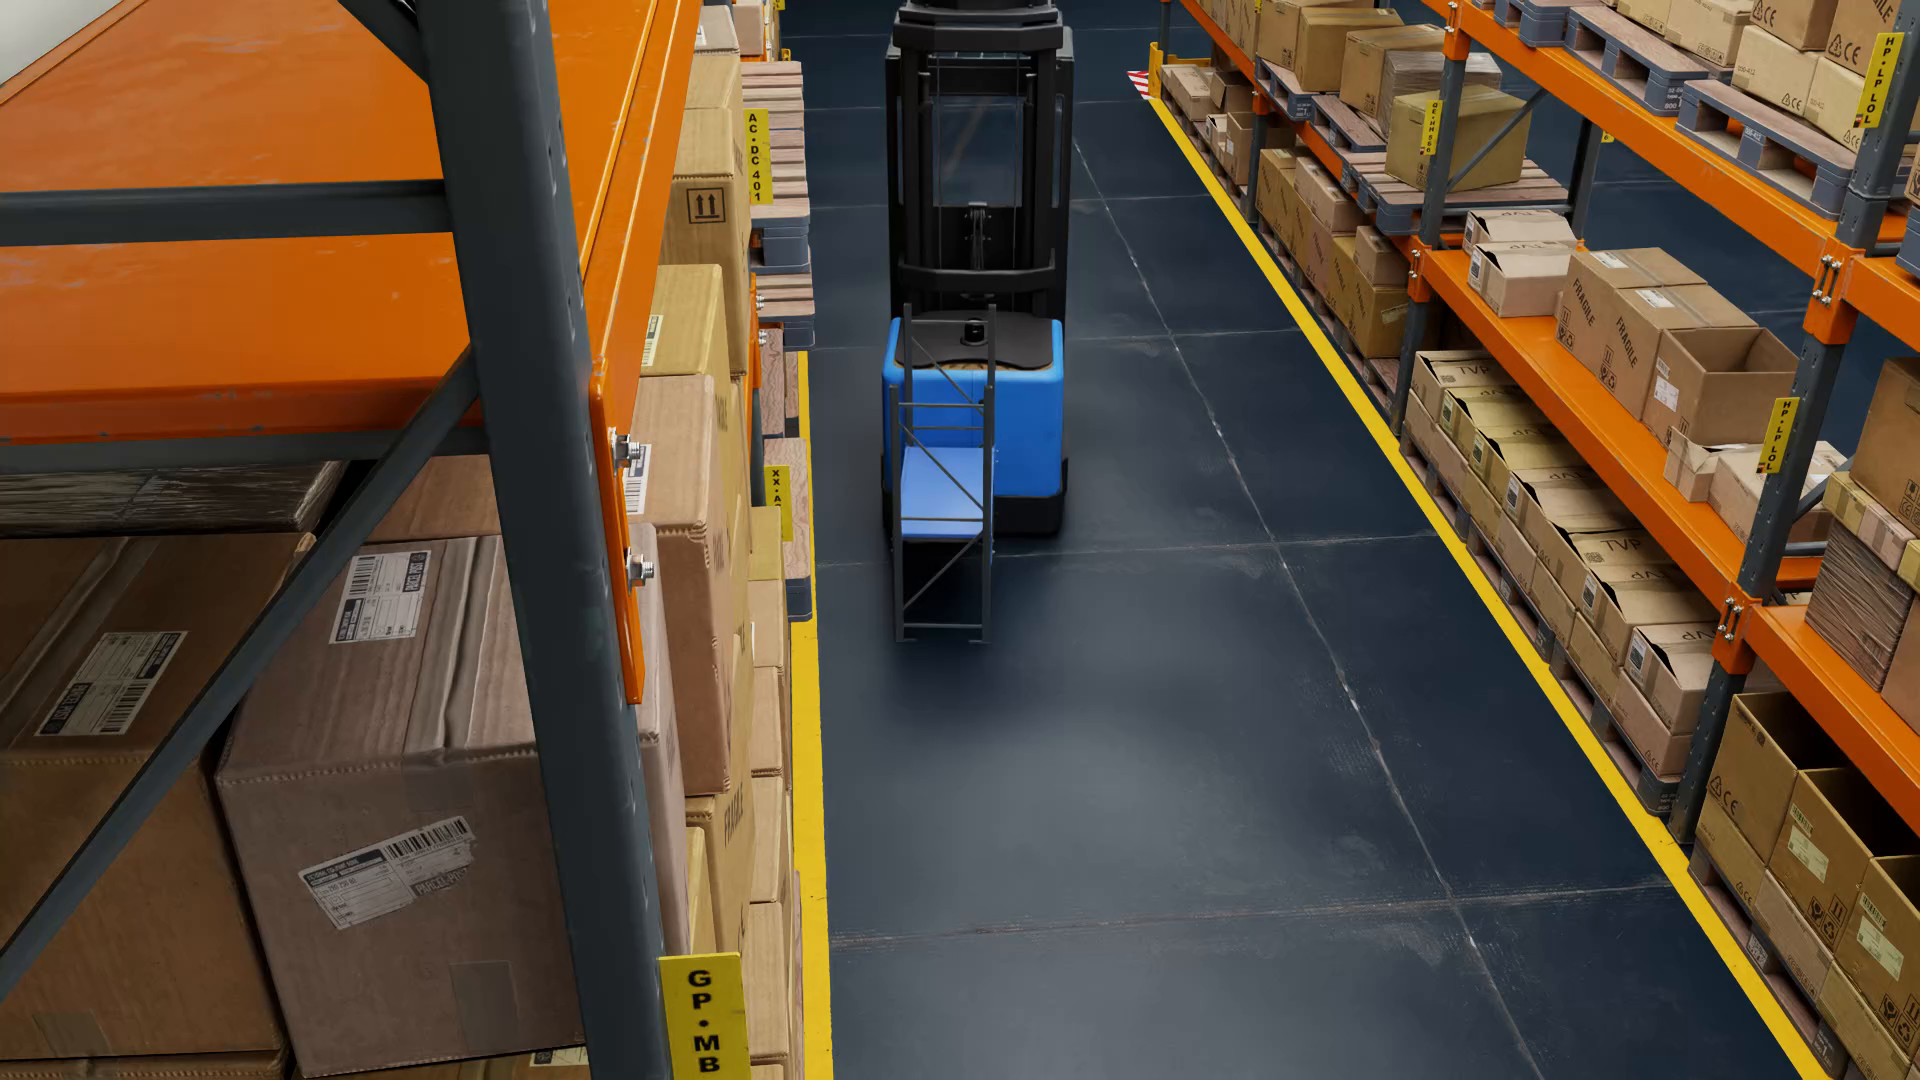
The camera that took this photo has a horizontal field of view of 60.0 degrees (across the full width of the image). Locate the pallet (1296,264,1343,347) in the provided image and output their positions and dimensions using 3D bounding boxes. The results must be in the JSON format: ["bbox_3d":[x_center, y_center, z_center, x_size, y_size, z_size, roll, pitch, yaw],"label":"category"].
[{"bbox_3d":[3.196,-1.821,12.593,1.003,0.211,1.213,-3,31,-5],"label":"pallet"}]

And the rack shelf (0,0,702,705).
[{"bbox_3d":[-1.032,-0.976,3.314,1.077,0.370,4.000,-3,31,-5],"label":"rack shelf"}]

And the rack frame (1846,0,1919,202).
[{"bbox_3d":[3.713,-2.547,5.238,1.000,3.000,0.127,-3,31,-5],"label":"rack frame"}]

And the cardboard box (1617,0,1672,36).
[{"bbox_3d":[3.547,-2.629,8.038,0.500,0.250,0.500,-3,31,-6],"label":"cardboard box"}]

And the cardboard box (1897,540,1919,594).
[{"bbox_3d":[3.594,0.114,5.905,0.380,0.149,0.250,-4,31,-6],"label":"cardboard box"}]

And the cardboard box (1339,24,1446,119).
[{"bbox_3d":[3.192,-3.380,11.976,0.700,0.500,0.500,-11,32,-17],"label":"cardboard box"}]

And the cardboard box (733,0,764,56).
[{"bbox_3d":[-1.257,-2.678,8.450,0.500,0.311,0.500,-3,31,-5],"label":"cardboard box"}]

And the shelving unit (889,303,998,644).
[{"bbox_3d":[-0.074,-0.363,8.895,0.538,1.500,1.048,1,31,2],"label":"shelving unit"}]

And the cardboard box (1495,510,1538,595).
[{"bbox_3d":[3.245,0.052,9.010,0.500,0.250,0.500,-2,31,-4],"label":"cardboard box"}]

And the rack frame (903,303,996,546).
[{"bbox_3d":[-0.055,-0.623,9.331,0.500,1.500,0.032,1,31,2],"label":"rack frame"}]

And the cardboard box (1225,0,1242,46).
[{"bbox_3d":[2.614,-4.605,14.436,0.500,0.500,0.500,-2,31,-3],"label":"cardboard box"}]

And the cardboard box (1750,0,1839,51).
[{"bbox_3d":[3.618,-2.303,6.761,0.500,0.500,0.500,0,31,0],"label":"cardboard box"}]

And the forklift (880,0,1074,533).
[{"bbox_3d":[0.122,-2.020,10.274,1.130,2.935,3.031,1,31,2],"label":"forklift"}]

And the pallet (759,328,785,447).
[{"bbox_3d":[-1.367,-0.683,8.156,1.003,0.211,1.213,-3,31,-5],"label":"pallet"}]

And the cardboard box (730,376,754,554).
[{"bbox_3d":[-0.802,-0.285,4.261,0.500,0.500,0.500,-4,31,-7],"label":"cardboard box"}]

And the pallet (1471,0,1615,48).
[{"bbox_3d":[3.491,-2.878,8.902,1.213,0.211,1.003,-1,31,-2],"label":"pallet"}]

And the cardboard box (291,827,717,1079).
[{"bbox_3d":[-0.628,0.788,2.463,0.500,0.500,0.500,-2,31,-3],"label":"cardboard box"}]

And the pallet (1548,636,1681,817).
[{"bbox_3d":[3.605,0.852,8.118,1.003,0.211,1.213,-3,31,-5],"label":"pallet"}]

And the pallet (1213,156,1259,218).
[{"bbox_3d":[2.902,-3.209,14.917,1.003,0.211,1.213,-3,31,-5],"label":"pallet"}]

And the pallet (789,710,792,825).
[{"bbox_3d":[-1.293,1.068,7.757,1.003,0.211,1.213,-3,31,-5],"label":"pallet"}]

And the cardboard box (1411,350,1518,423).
[{"bbox_3d":[3.096,-0.973,10.178,0.500,0.311,0.500,-2,31,-3],"label":"cardboard box"}]

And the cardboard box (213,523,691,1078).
[{"bbox_3d":[-0.640,0.333,2.250,0.500,0.500,0.500,-5,31,-8],"label":"cardboard box"}]

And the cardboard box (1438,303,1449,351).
[{"bbox_3d":[3.526,-1.642,11.583,0.500,0.500,0.500,-4,31,-6],"label":"cardboard box"}]

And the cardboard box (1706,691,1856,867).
[{"bbox_3d":[3.444,0.959,6.760,0.500,0.500,0.500,-3,31,-5],"label":"cardboard box"}]

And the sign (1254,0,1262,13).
[{"bbox_3d":[2.426,-4.397,13.343,0.100,0.325,0.005,-3,31,-5],"label":"sign"}]

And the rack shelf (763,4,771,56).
[{"bbox_3d":[-1.780,-3.774,10.920,1.077,0.370,4.000,-3,31,-5],"label":"rack shelf"}]

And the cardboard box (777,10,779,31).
[{"bbox_3d":[-2.141,-4.967,14.848,0.980,0.700,0.700,-4,31,-7],"label":"cardboard box"}]

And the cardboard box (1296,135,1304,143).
[{"bbox_3d":[3.051,-3.694,15.343,0.380,0.166,0.250,-3,31,-5],"label":"cardboard box"}]

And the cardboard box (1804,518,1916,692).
[{"bbox_3d":[3.760,0.212,6.372,0.700,0.500,0.500,-4,31,-6],"label":"cardboard box"}]

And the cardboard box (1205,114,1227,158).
[{"bbox_3d":[2.559,-3.750,15.297,0.500,0.311,0.500,-3,31,-5],"label":"cardboard box"}]

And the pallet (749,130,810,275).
[{"bbox_3d":[-1.171,-1.259,6.191,1.213,0.211,1.003,-3,31,-5],"label":"pallet"}]

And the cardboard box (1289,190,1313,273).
[{"bbox_3d":[2.868,-2.386,12.827,0.500,0.500,0.500,-2,31,-4],"label":"cardboard box"}]

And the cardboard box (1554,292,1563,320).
[{"bbox_3d":[3.514,-1.257,9.175,0.380,0.149,0.250,-1,31,-1],"label":"cardboard box"}]

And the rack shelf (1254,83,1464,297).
[{"bbox_3d":[3.152,-2.726,12.090,1.077,0.370,4.000,-3,31,-5],"label":"rack shelf"}]

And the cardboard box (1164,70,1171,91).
[{"bbox_3d":[2.312,-4.713,17.048,0.380,0.166,0.250,-3,31,-5],"label":"cardboard box"}]

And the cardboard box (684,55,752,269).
[{"bbox_3d":[-0.840,-0.977,4.443,0.500,0.500,0.500,-1,31,-2],"label":"cardboard box"}]

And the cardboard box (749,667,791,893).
[{"bbox_3d":[-0.778,0.741,4.981,0.500,0.500,0.500,-4,31,-6],"label":"cardboard box"}]

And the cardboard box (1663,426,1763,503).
[{"bbox_3d":[3.448,-0.354,7.548,0.396,0.266,0.258,-3,31,-6],"label":"cardboard box"}]

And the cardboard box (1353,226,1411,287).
[{"bbox_3d":[3.008,-1.946,11.360,0.500,0.250,0.500,-2,31,-3],"label":"cardboard box"}]

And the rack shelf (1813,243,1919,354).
[{"bbox_3d":[3.900,0.071,4.483,1.077,0.370,4.000,-3,31,-5],"label":"rack shelf"}]

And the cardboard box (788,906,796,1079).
[{"bbox_3d":[-0.724,1.319,4.744,0.500,0.250,0.500,-2,31,-4],"label":"cardboard box"}]

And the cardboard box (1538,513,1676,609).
[{"bbox_3d":[3.290,0.075,8.425,0.500,0.311,0.500,-3,31,-5],"label":"cardboard box"}]

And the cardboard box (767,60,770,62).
[{"bbox_3d":[-1.429,-2.794,10.364,0.500,0.250,0.500,-3,31,-5],"label":"cardboard box"}]

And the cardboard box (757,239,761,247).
[{"bbox_3d":[-1.393,-1.854,10.155,0.380,0.149,0.250,-3,31,-5],"label":"cardboard box"}]

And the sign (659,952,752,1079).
[{"bbox_3d":[-0.305,0.621,2.008,0.100,0.325,0.005,-3,31,-5],"label":"sign"}]

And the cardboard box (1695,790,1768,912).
[{"bbox_3d":[3.454,1.280,6.954,0.500,0.250,0.500,-3,31,-5],"label":"cardboard box"}]

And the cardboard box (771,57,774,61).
[{"bbox_3d":[-1.525,-3.000,11.441,0.500,0.500,0.500,-2,31,-3],"label":"cardboard box"}]
